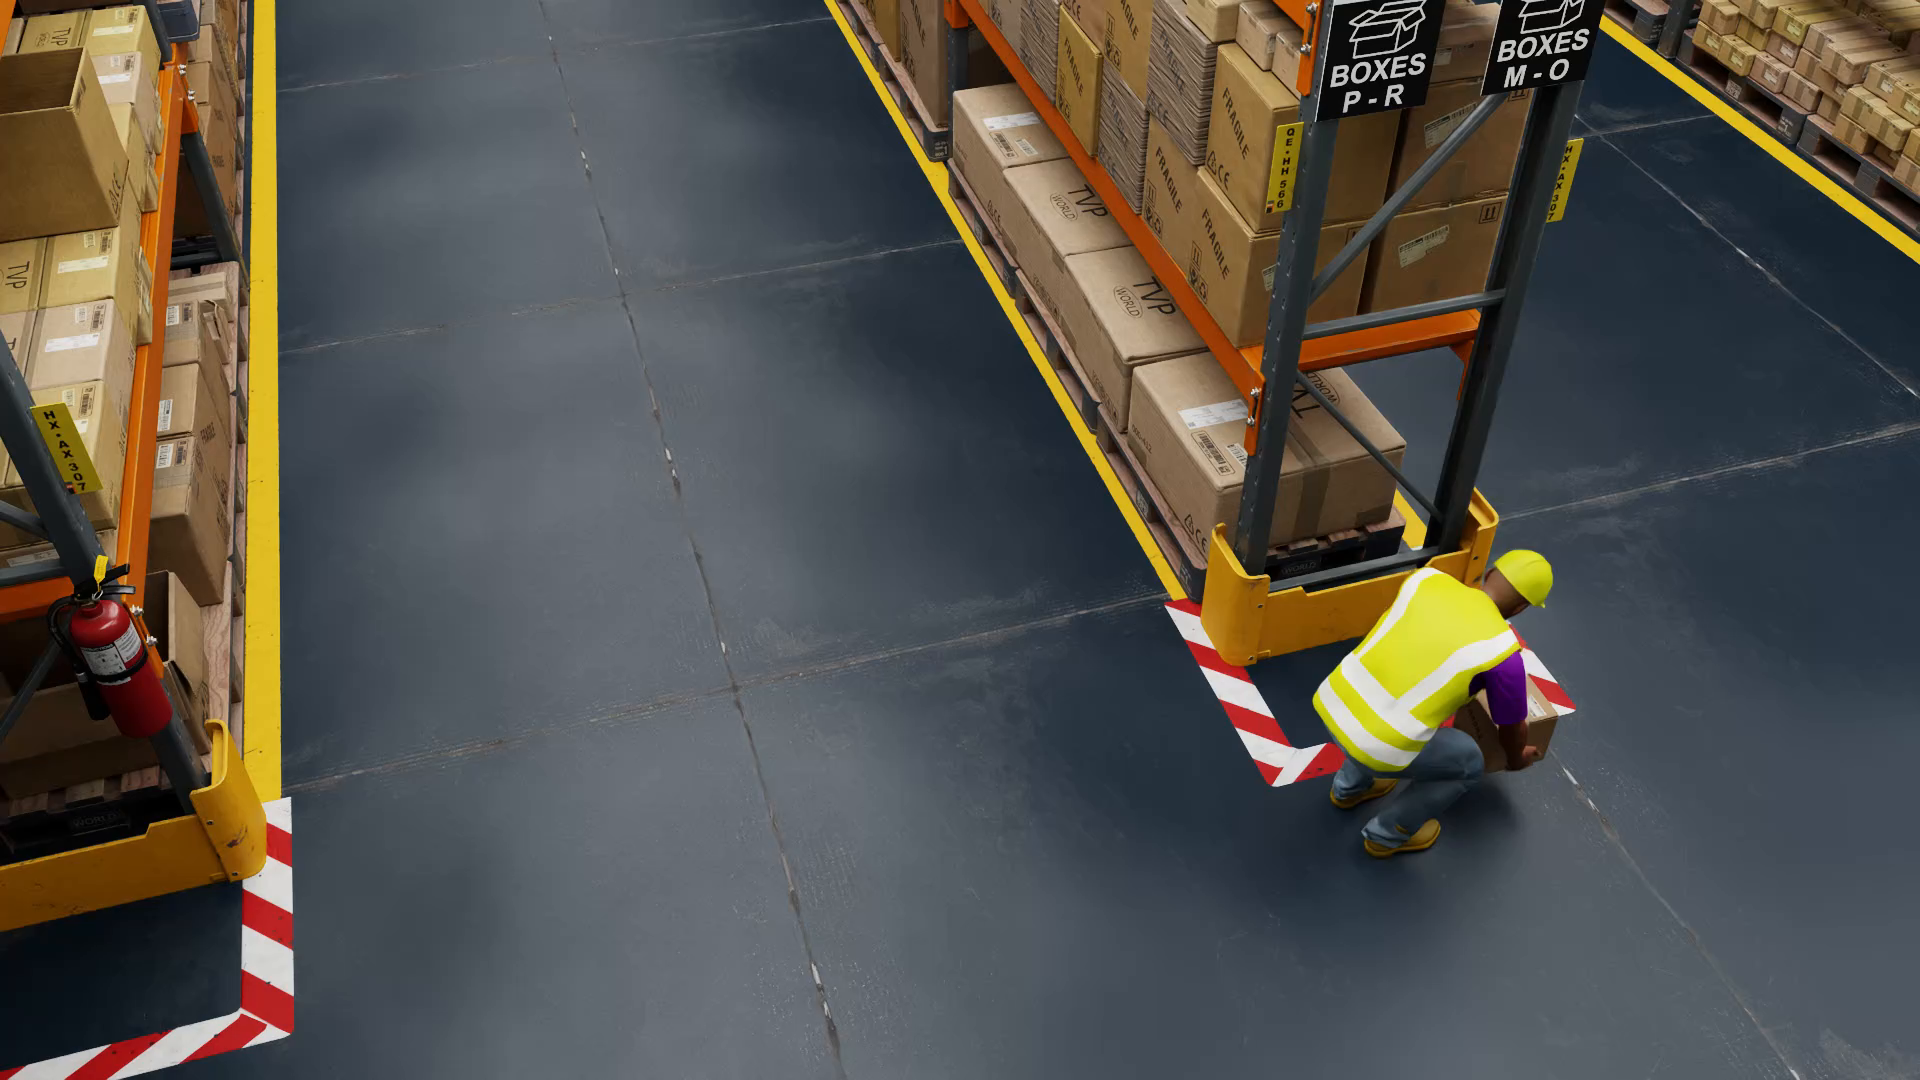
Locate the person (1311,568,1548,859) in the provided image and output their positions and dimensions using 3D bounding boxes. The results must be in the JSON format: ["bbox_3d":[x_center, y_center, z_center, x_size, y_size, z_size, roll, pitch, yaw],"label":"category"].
[{"bbox_3d":[1.681,0.600,6.011,0.879,1.055,0.591,-15,44,-17],"label":"person"}]
